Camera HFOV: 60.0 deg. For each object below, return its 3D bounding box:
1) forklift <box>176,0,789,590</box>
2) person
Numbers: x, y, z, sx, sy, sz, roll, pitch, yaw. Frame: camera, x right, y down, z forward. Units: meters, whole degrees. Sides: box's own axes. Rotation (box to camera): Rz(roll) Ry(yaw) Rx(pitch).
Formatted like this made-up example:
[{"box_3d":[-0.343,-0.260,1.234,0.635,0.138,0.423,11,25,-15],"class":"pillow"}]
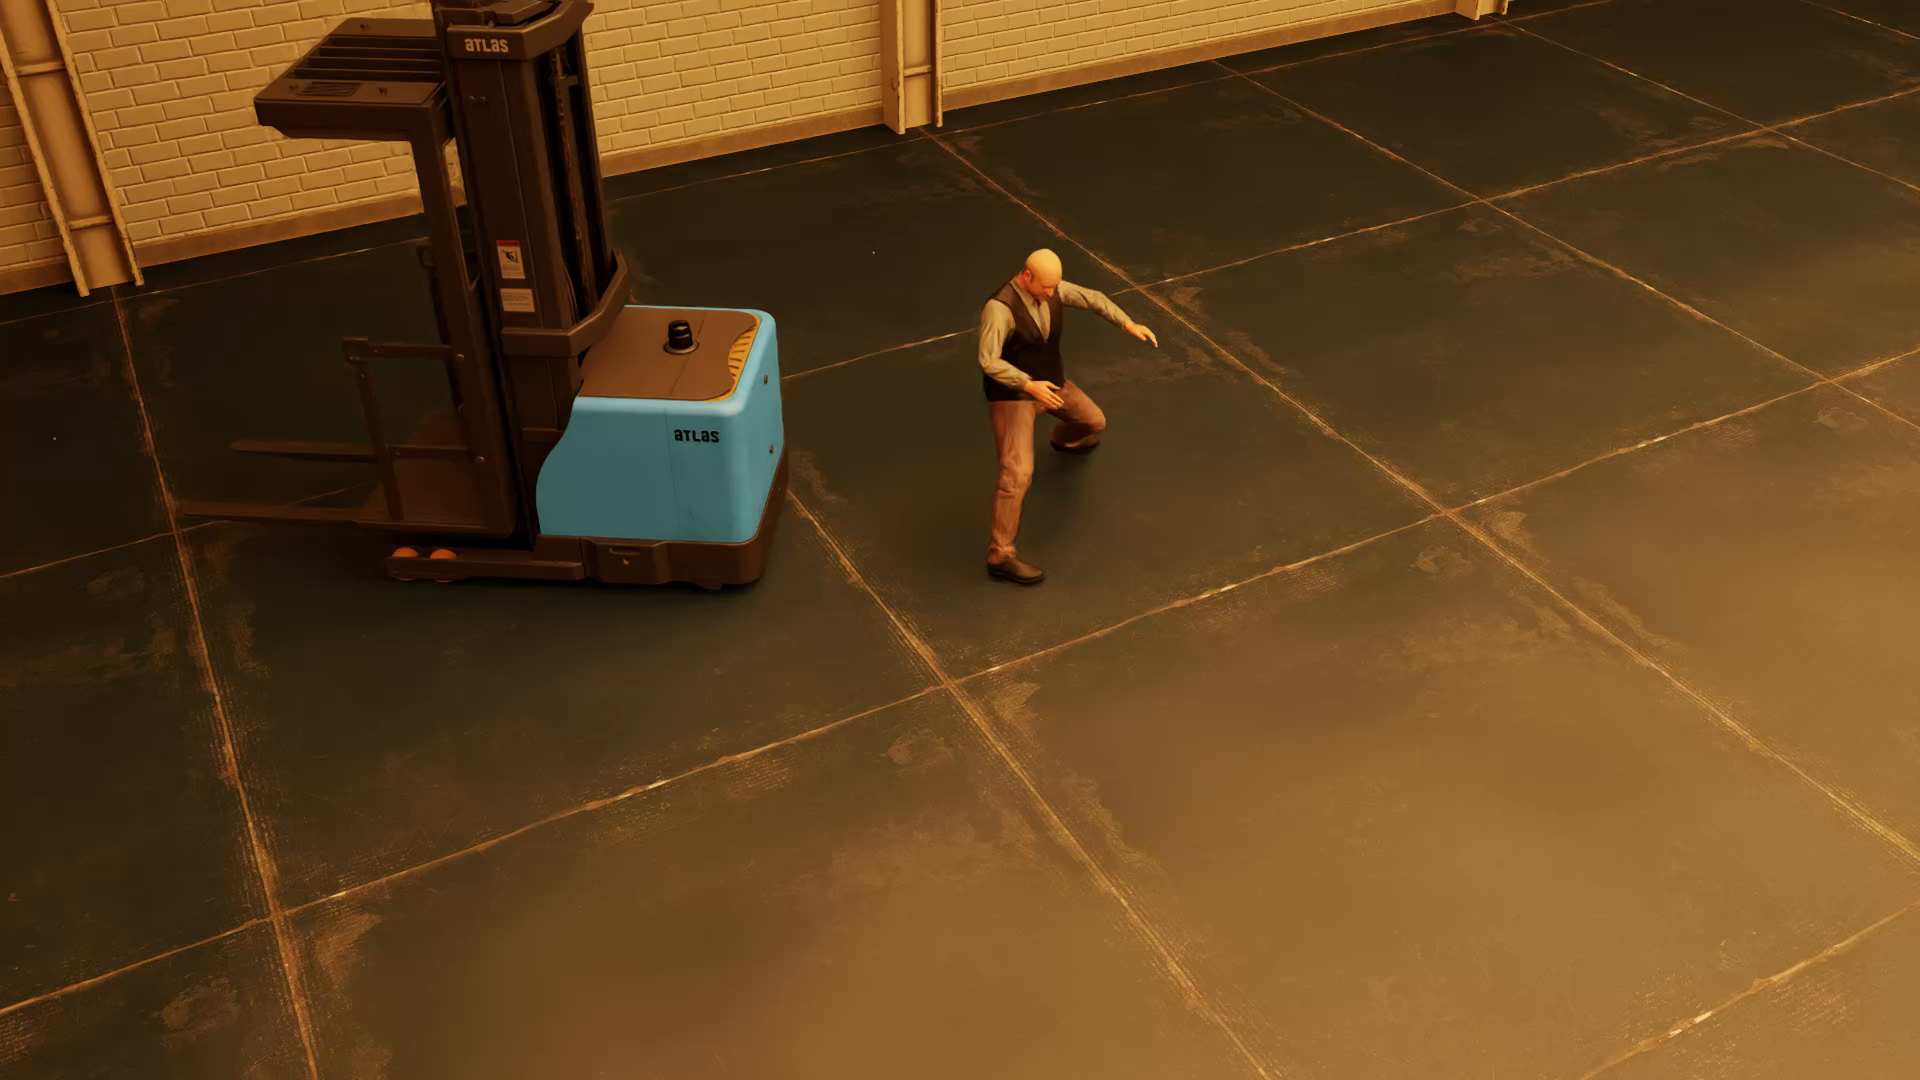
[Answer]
[{"box_3d":[-2.467,-1.284,7.939,3.031,2.935,1.130,3,35,4],"class":"forklift"},{"box_3d":[0.499,-0.770,8.439,1.304,1.513,0.809,-29,45,-35],"class":"person"}]
